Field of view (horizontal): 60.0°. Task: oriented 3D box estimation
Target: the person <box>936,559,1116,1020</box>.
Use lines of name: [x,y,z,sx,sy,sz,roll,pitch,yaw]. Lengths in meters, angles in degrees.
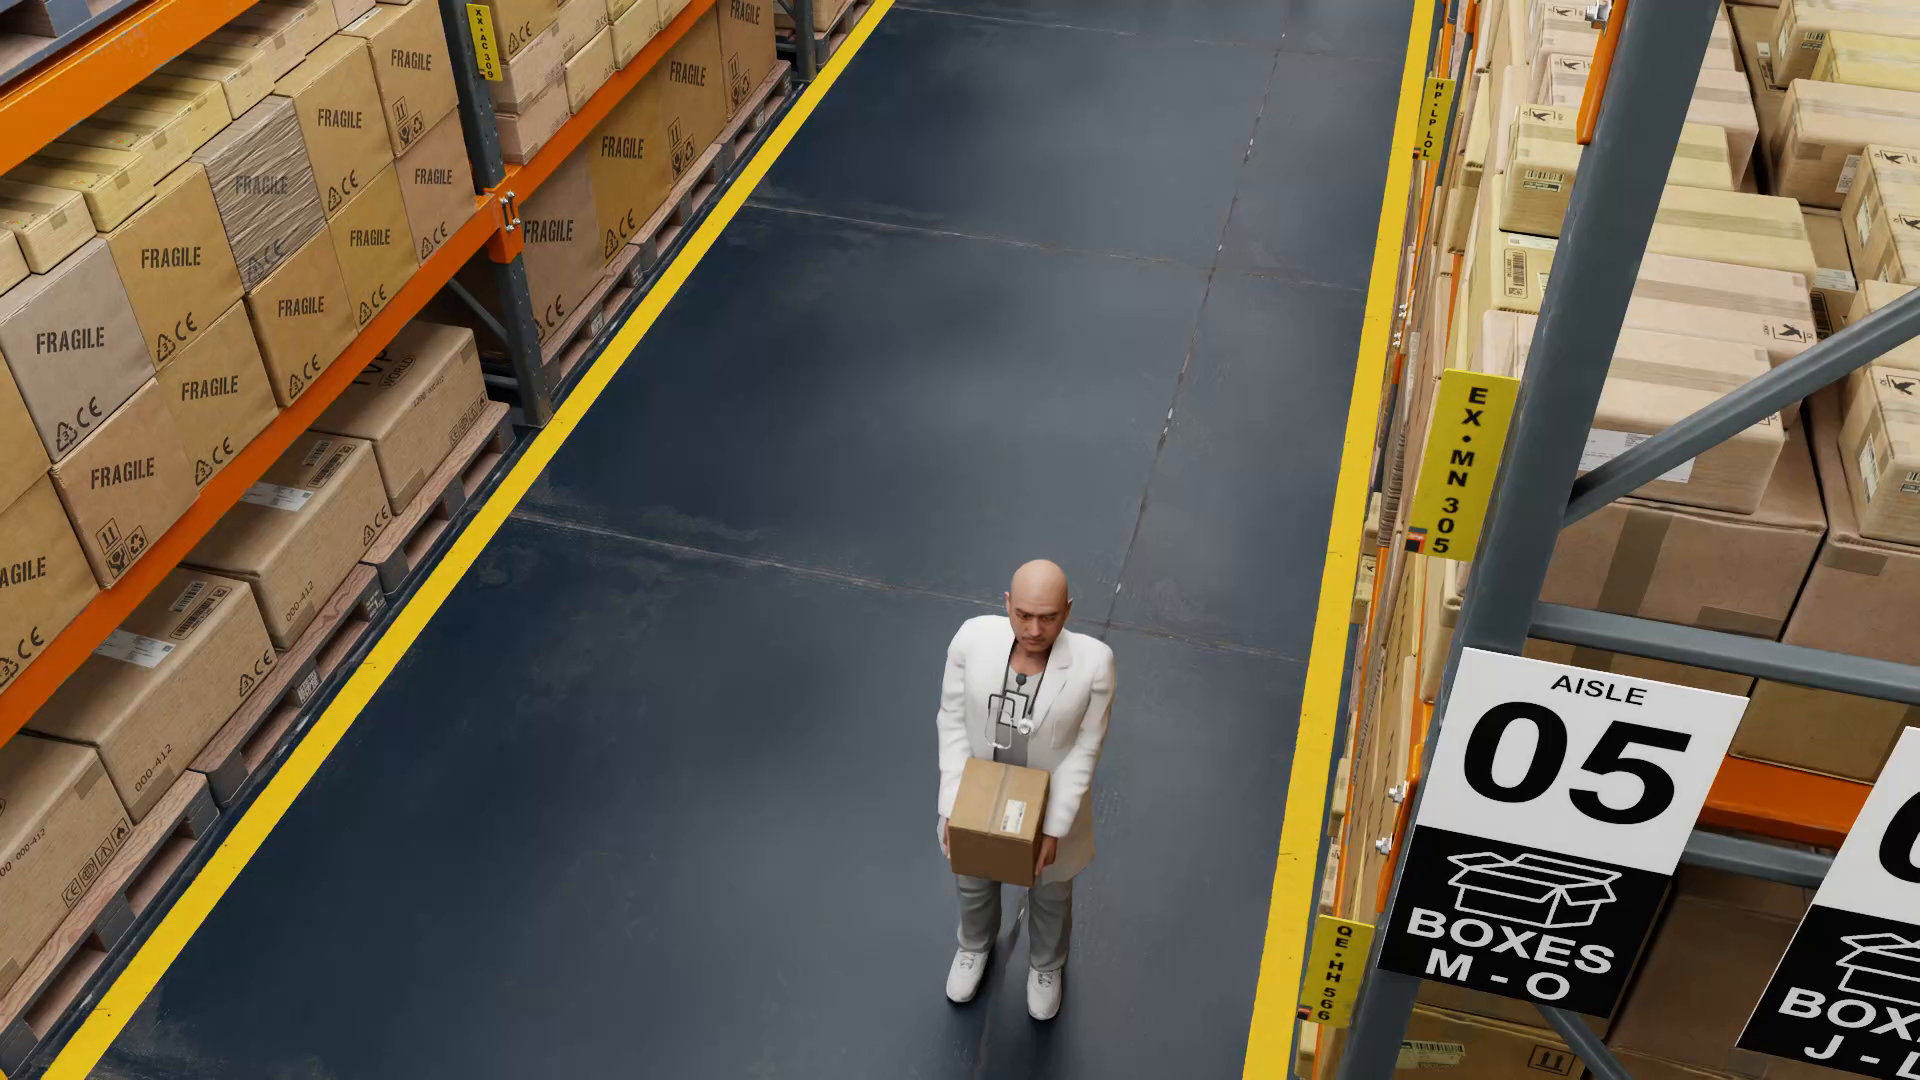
person: [0.169,0.863,5.161,0.530,1.769,0.562,9,41,10]
